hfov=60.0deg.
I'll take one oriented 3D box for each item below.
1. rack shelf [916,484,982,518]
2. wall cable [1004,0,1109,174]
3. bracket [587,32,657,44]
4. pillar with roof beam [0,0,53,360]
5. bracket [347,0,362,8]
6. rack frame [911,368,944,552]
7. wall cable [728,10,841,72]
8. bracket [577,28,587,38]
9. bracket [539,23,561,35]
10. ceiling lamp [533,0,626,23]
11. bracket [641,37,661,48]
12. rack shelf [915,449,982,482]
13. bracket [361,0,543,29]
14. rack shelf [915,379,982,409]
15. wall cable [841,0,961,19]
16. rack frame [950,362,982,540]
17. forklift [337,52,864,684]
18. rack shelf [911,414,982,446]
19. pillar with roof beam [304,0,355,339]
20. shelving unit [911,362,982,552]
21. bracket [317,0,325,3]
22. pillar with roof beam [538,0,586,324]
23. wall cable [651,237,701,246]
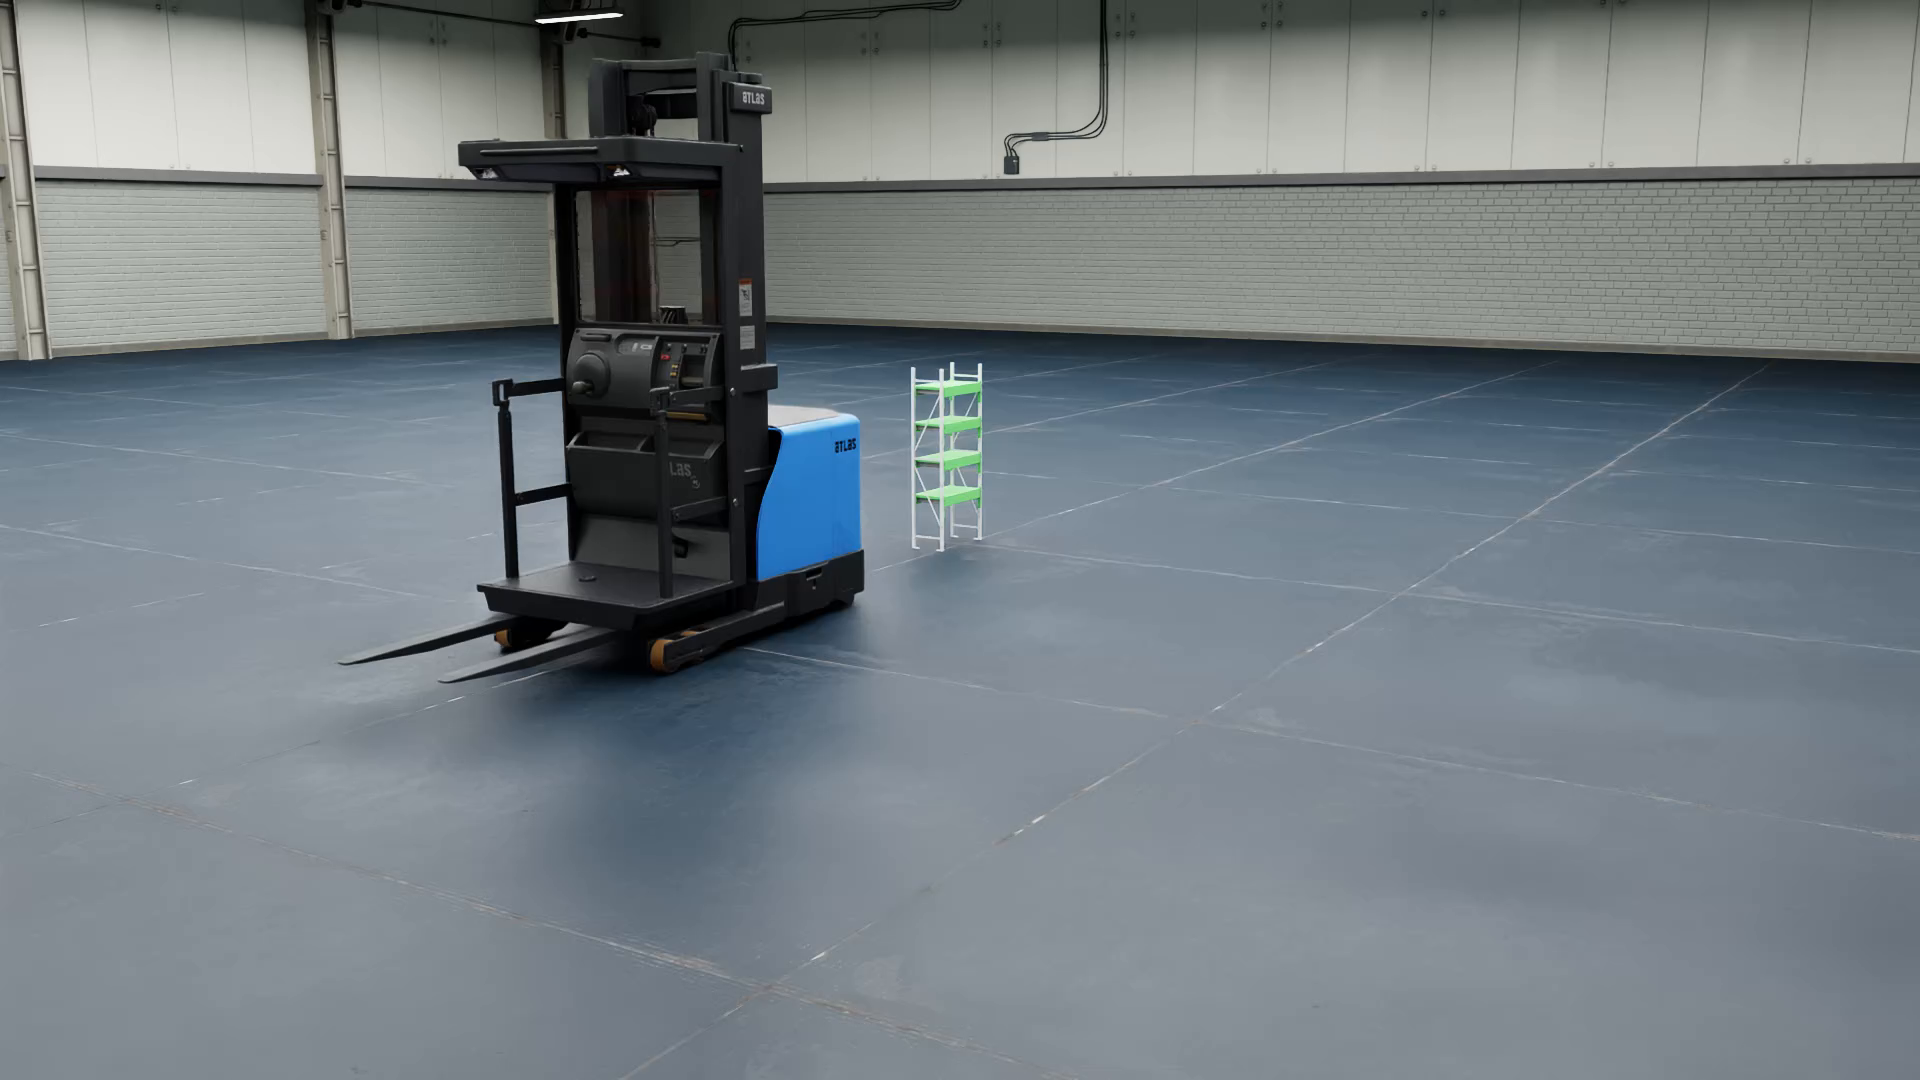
[{"bbox_3d":[-0.086,-0.265,11.175,0.258,0.148,0.480,6,12,31],"label":"rack shelf"},{"bbox_3d":[1.902,-10.363,33.027,2.305,6.003,0.169,6,12,31],"label":"wall cable"},{"bbox_3d":[-7.420,-11.344,37.728,0.076,0.066,3.189,6,12,31],"label":"bracket"},{"bbox_3d":[-11.414,-6.965,24.120,9.100,9.000,0.400,6,12,31],"label":"pillar with roof beam"},{"bbox_3d":[-11.459,-10.121,31.193,0.235,0.232,0.430,6,12,31],"label":"bracket"},{"bbox_3d":[-0.213,-0.525,10.914,0.240,1.200,0.015,6,12,31],"label":"rack frame"},{"bbox_3d":[-3.891,-10.299,36.638,3.097,2.526,0.112,6,12,31],"label":"wall cable"},{"bbox_3d":[-8.344,-11.064,36.234,0.235,0.232,0.430,6,12,31],"label":"bracket"},{"bbox_3d":[-8.775,-10.934,35.536,0.235,0.232,0.430,6,12,31],"label":"bracket"},{"bbox_3d":[-6.810,-11.072,30.190,2.000,3.185,0.800,6,12,31],"label":"ceiling lamp"},{"bbox_3d":[-7.114,-11.437,38.225,0.235,0.232,0.430,6,12,31],"label":"bracket"},{"bbox_3d":[-0.086,-0.501,11.131,0.258,0.148,0.480,6,12,31],"label":"rack shelf"},{"bbox_3d":[-10.113,-10.529,33.372,0.076,0.066,4.783,6,12,31],"label":"bracket"},{"bbox_3d":[-0.086,-0.973,11.043,0.258,0.148,0.480,6,12,31],"label":"rack shelf"},{"bbox_3d":[-1.246,-12.239,34.640,3.097,2.526,0.112,6,12,31],"label":"wall cable"},{"bbox_3d":[0.041,-0.602,11.324,0.240,1.200,0.015,6,12,31],"label":"rack frame"},{"bbox_3d":[-1.704,-0.898,8.201,1.130,2.935,3.031,6,12,29],"label":"forklift"},{"bbox_3d":[-0.086,-0.737,11.087,0.258,0.148,0.480,6,12,31],"label":"rack shelf"},{"bbox_3d":[-8.299,-7.909,29.160,9.100,9.000,0.548,6,12,31],"label":"pillar with roof beam"},{"bbox_3d":[-0.086,-0.564,11.119,0.258,1.200,0.503,6,12,31],"label":"shelving unit"},{"bbox_3d":[-11.890,-9.990,30.496,0.235,0.232,0.430,6,12,31],"label":"bracket"},{"bbox_3d":[-5.184,-8.853,34.201,9.100,9.000,0.548,6,12,31],"label":"pillar with roof beam"},{"bbox_3d":[-6.203,-8.075,38.483,3.097,2.526,0.112,6,12,31],"label":"wall cable"}]
